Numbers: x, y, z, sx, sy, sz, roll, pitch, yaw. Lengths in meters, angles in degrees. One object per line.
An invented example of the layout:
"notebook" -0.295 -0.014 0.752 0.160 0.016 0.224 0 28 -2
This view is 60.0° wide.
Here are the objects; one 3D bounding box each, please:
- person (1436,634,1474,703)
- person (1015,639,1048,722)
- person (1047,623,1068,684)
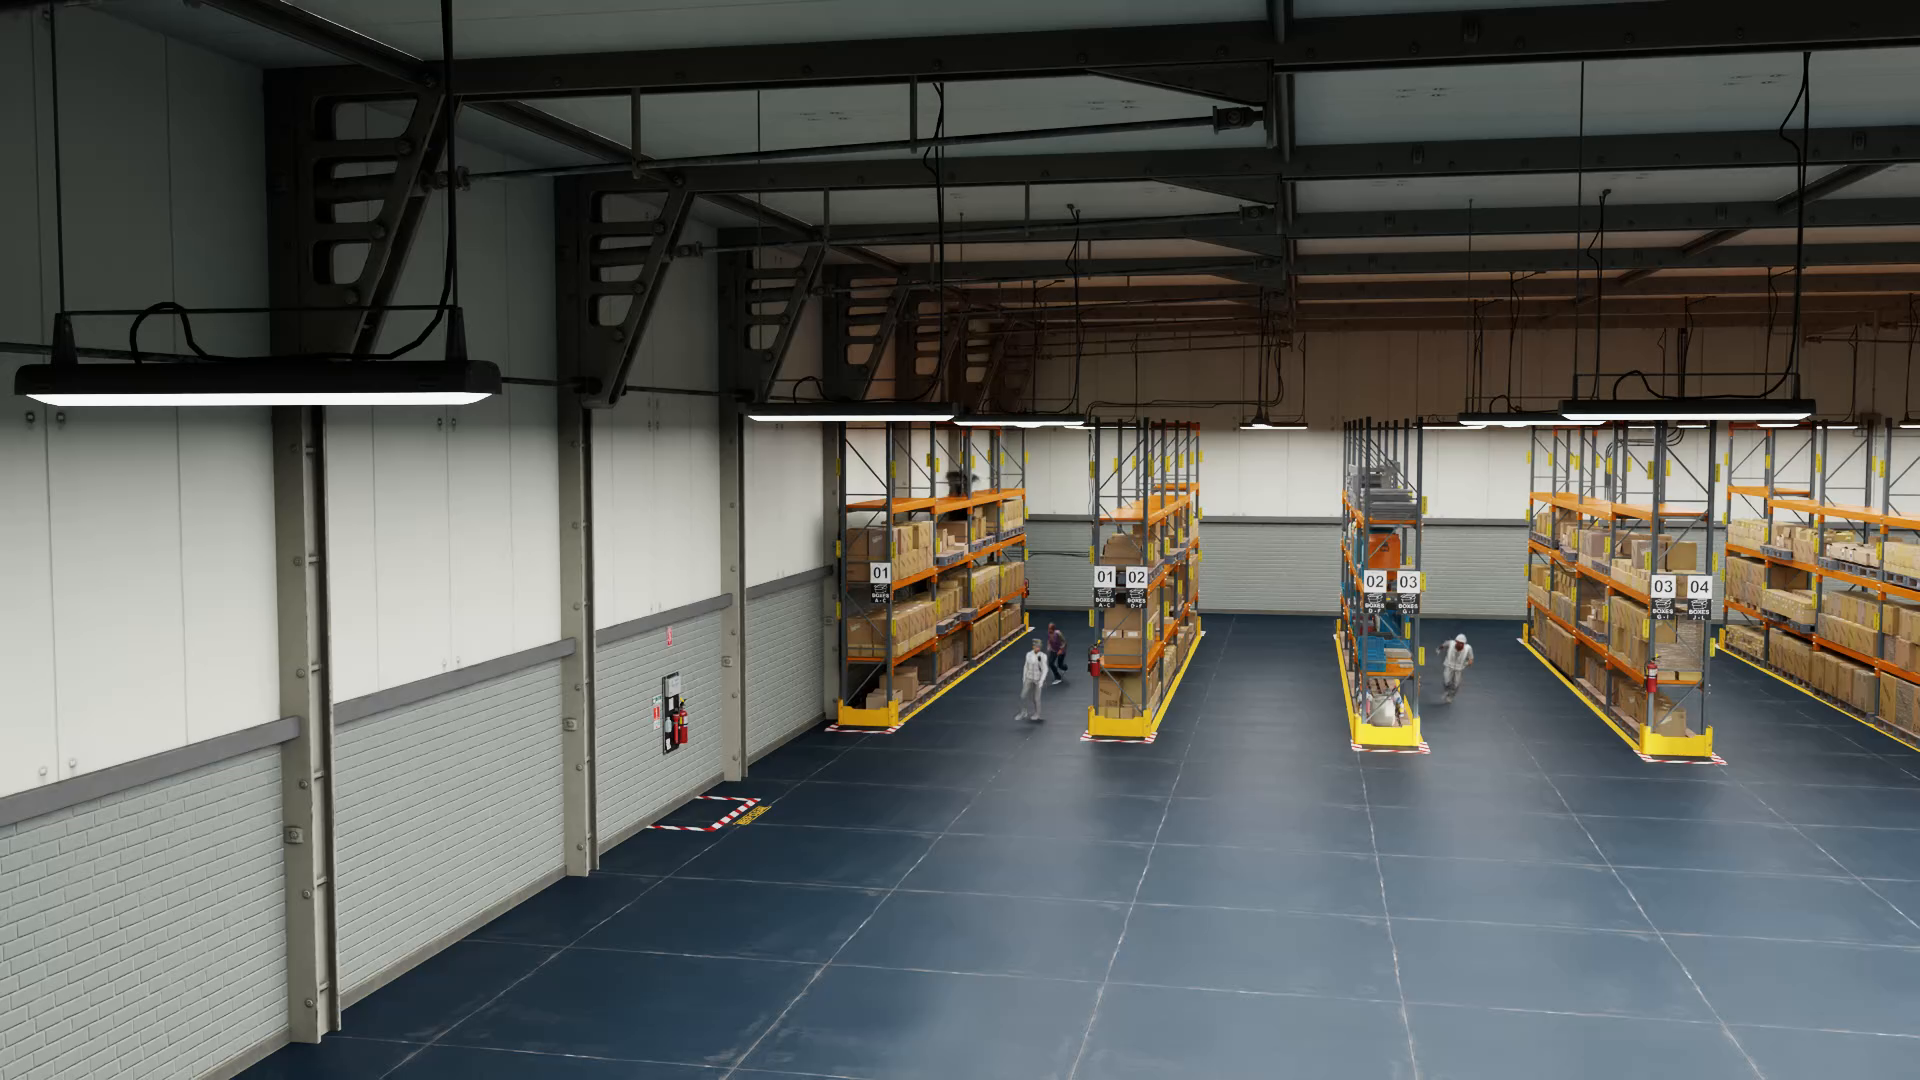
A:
"person" 10.344 2.687 34.734 0.701 1.526 1.037 1 4 9
"person" 1.434 2.762 32.820 0.669 1.638 0.583 1 4 17
"person" 2.265 2.561 37.963 0.534 1.415 0.978 2 4 31
